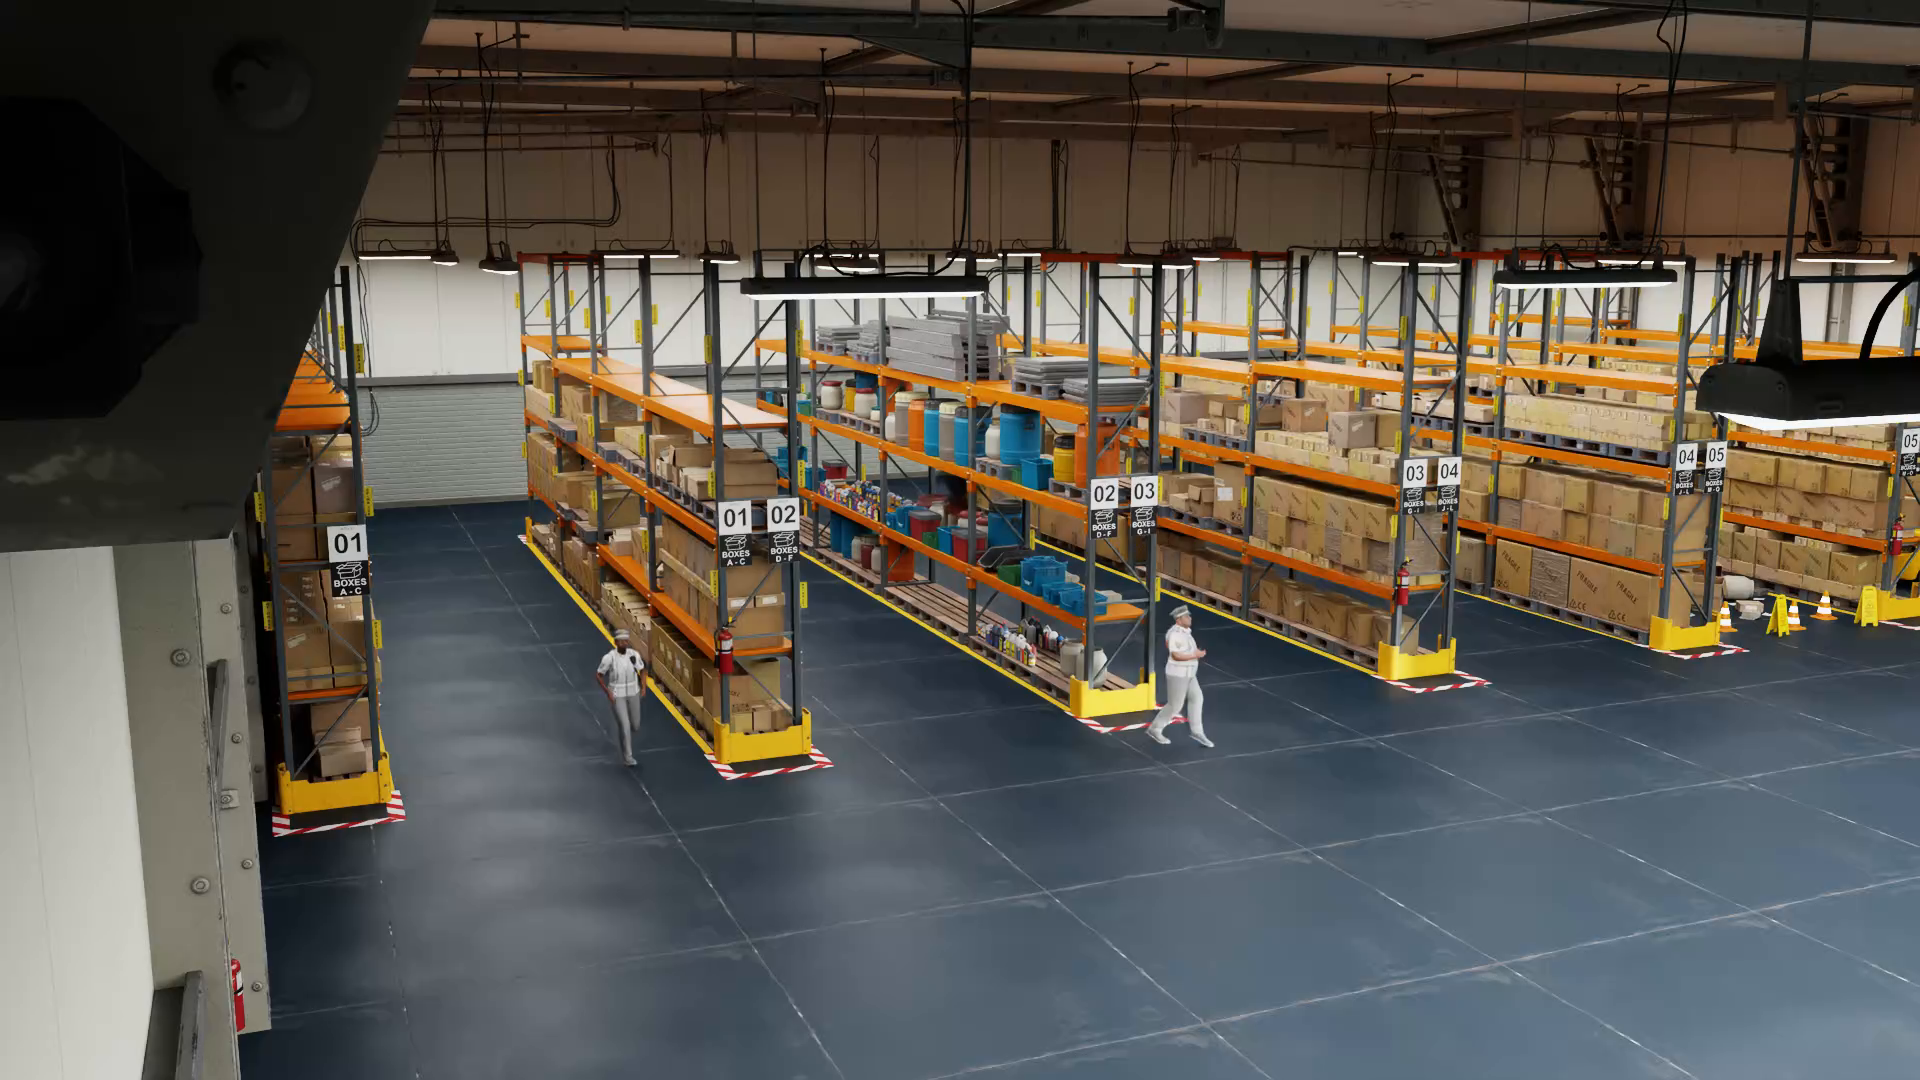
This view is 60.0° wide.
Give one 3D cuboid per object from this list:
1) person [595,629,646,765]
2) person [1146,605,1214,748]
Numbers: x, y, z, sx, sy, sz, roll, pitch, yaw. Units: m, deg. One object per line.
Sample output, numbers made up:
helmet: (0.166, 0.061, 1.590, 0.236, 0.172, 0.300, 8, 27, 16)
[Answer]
person: (-4.106, 1.868, 20.220, 0.615, 1.653, 0.715, -6, 12, -29)
person: (2.764, 1.701, 20.748, 0.827, 1.832, 0.662, 3, 11, 18)
